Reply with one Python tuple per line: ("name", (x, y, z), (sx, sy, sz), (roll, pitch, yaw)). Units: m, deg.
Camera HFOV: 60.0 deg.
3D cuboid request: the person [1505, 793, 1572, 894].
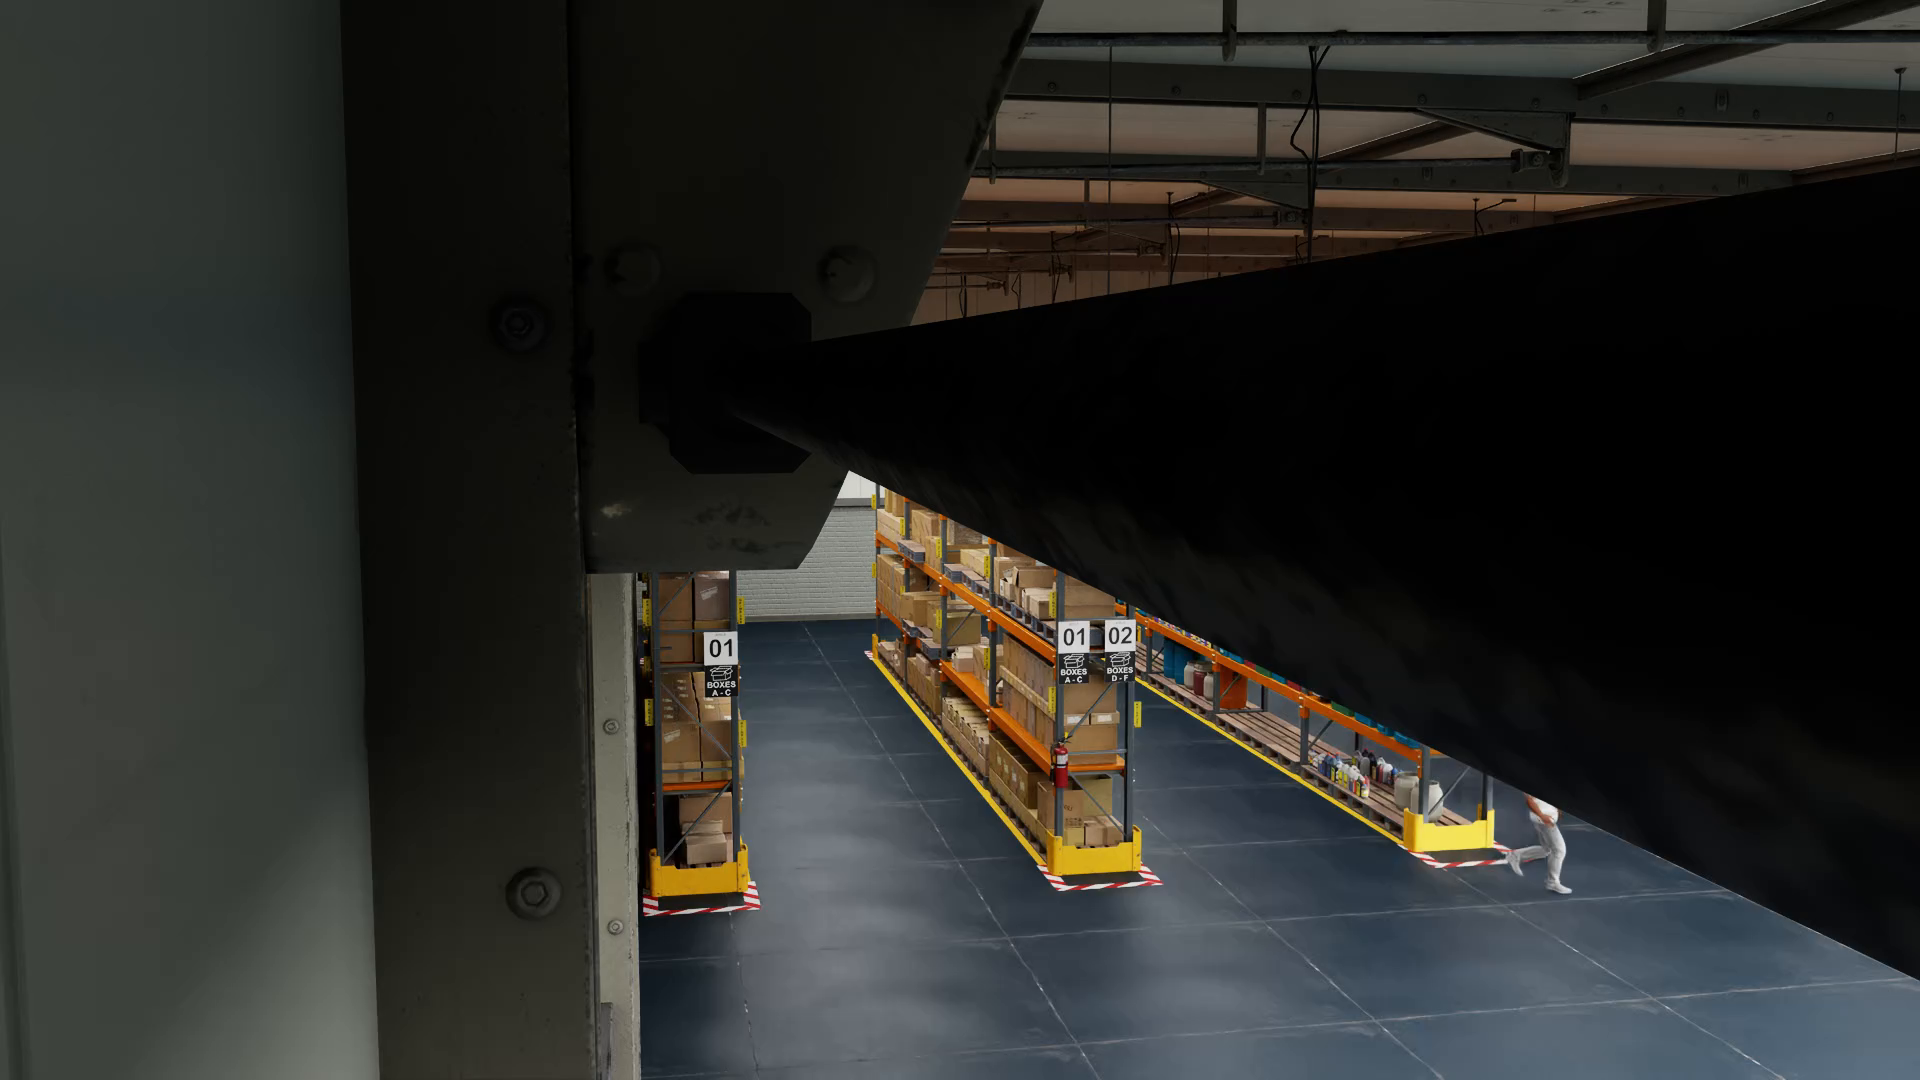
("person", (7.072, 3.395, 20.270), (0.806, 1.739, 0.695), (3, 6, 25))
